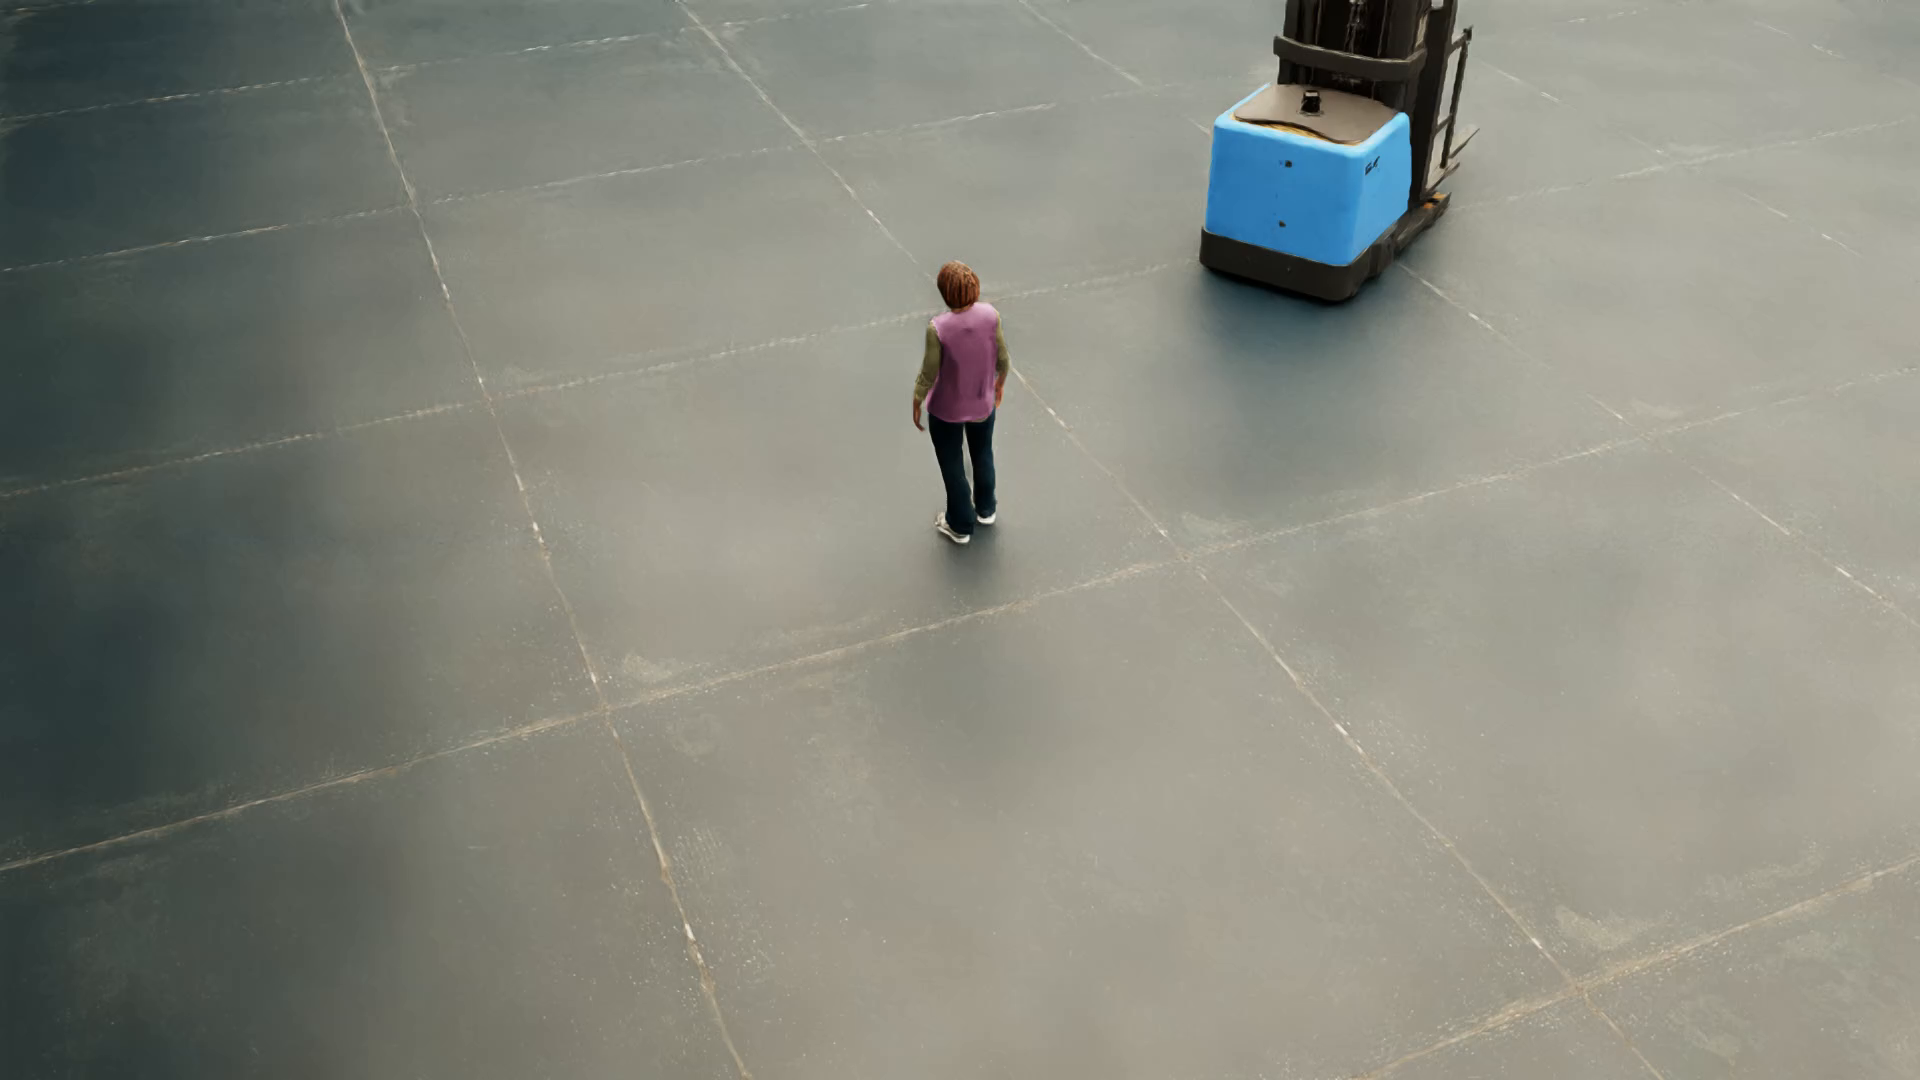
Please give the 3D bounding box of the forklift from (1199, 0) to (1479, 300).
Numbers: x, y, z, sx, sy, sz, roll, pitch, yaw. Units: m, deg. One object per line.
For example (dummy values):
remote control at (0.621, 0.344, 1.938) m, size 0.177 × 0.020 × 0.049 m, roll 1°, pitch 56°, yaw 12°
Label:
forklift at (2.839, -3.549, 11.089) m, size 1.130 × 2.935 × 3.031 m, roll 21°, pitch 41°, yaw 27°

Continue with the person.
person at (-0.016, -0.699, 8.221) m, size 0.520 × 1.597 × 0.474 m, roll -14°, pitch 38°, yaw -19°
